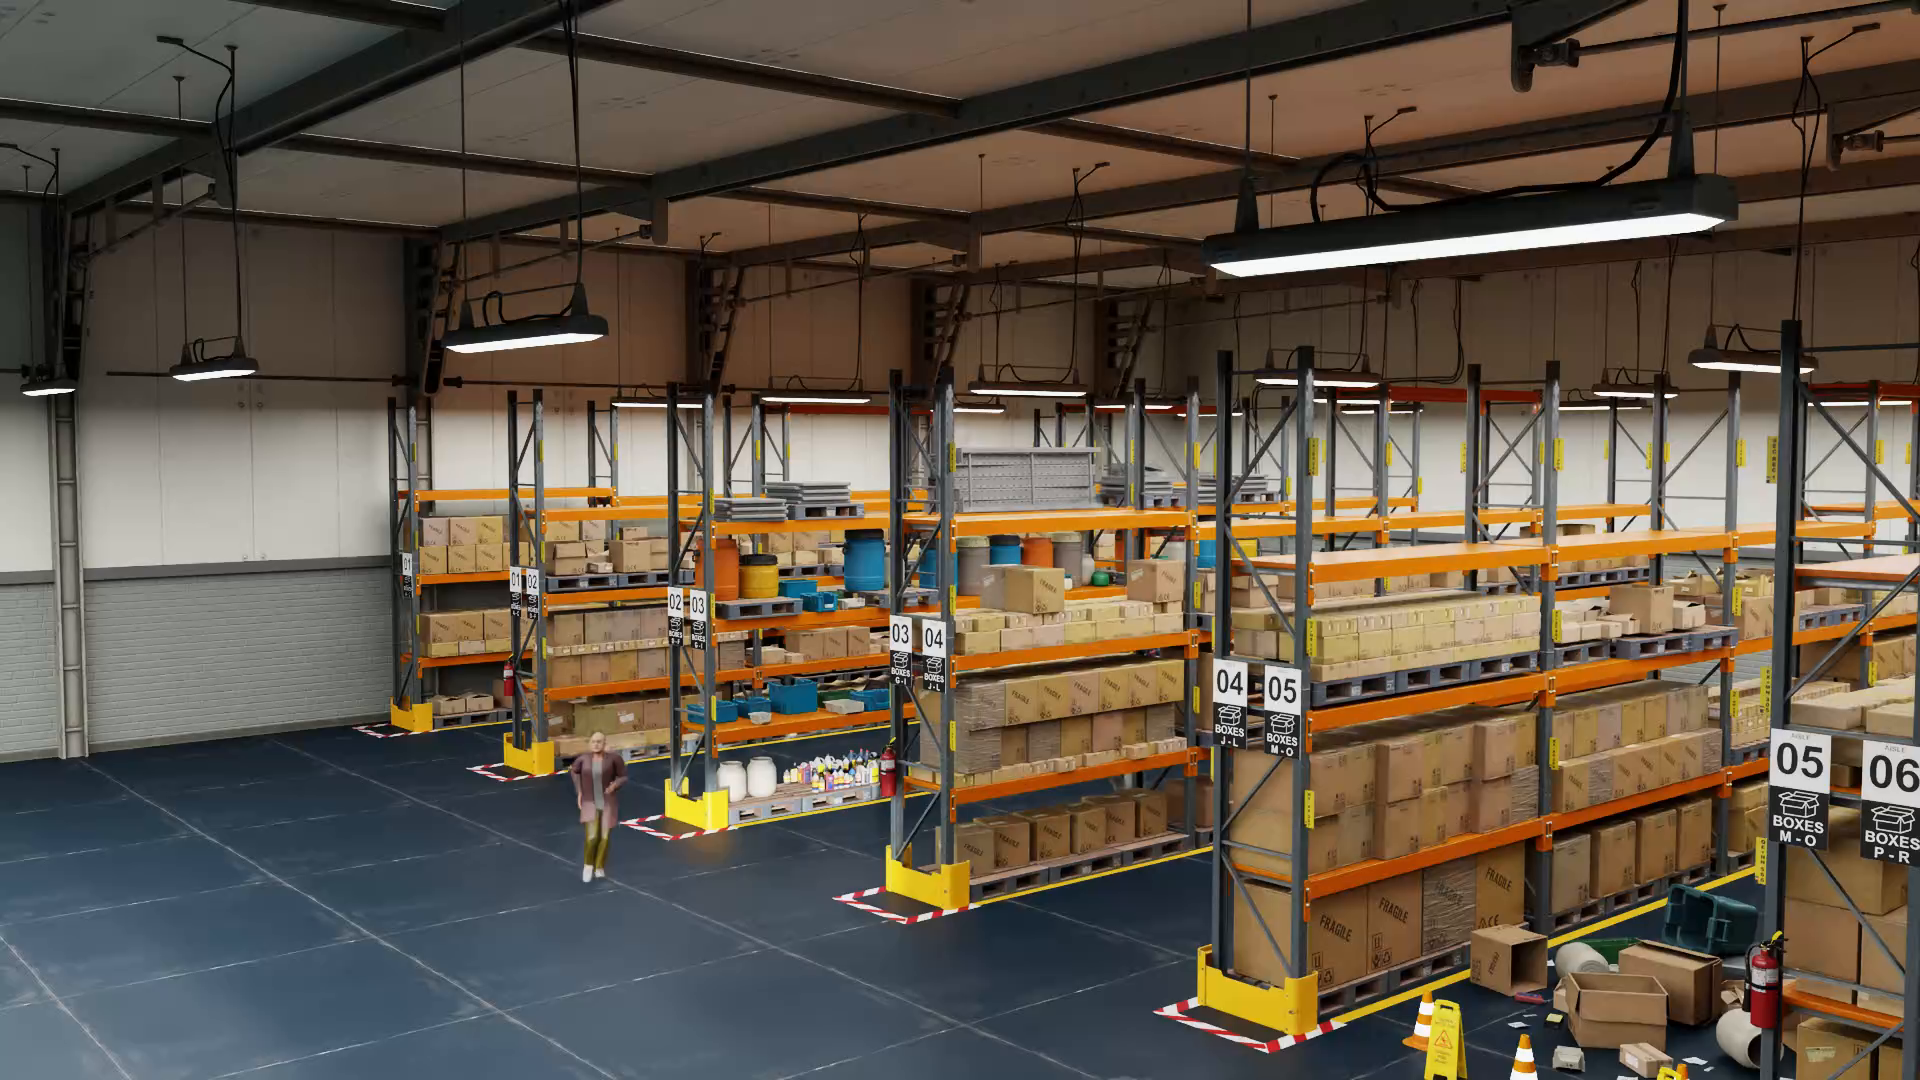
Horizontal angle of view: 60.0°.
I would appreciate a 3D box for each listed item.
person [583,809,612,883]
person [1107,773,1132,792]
[{"bbox_3d":[-4.258,3.495,19.611,0.391,1.076,0.621,-1,3,-11],"label":"person"},{"bbox_3d":[2.298,2.907,23.450,0.663,1.746,0.669,3,4,38],"label":"person"}]
